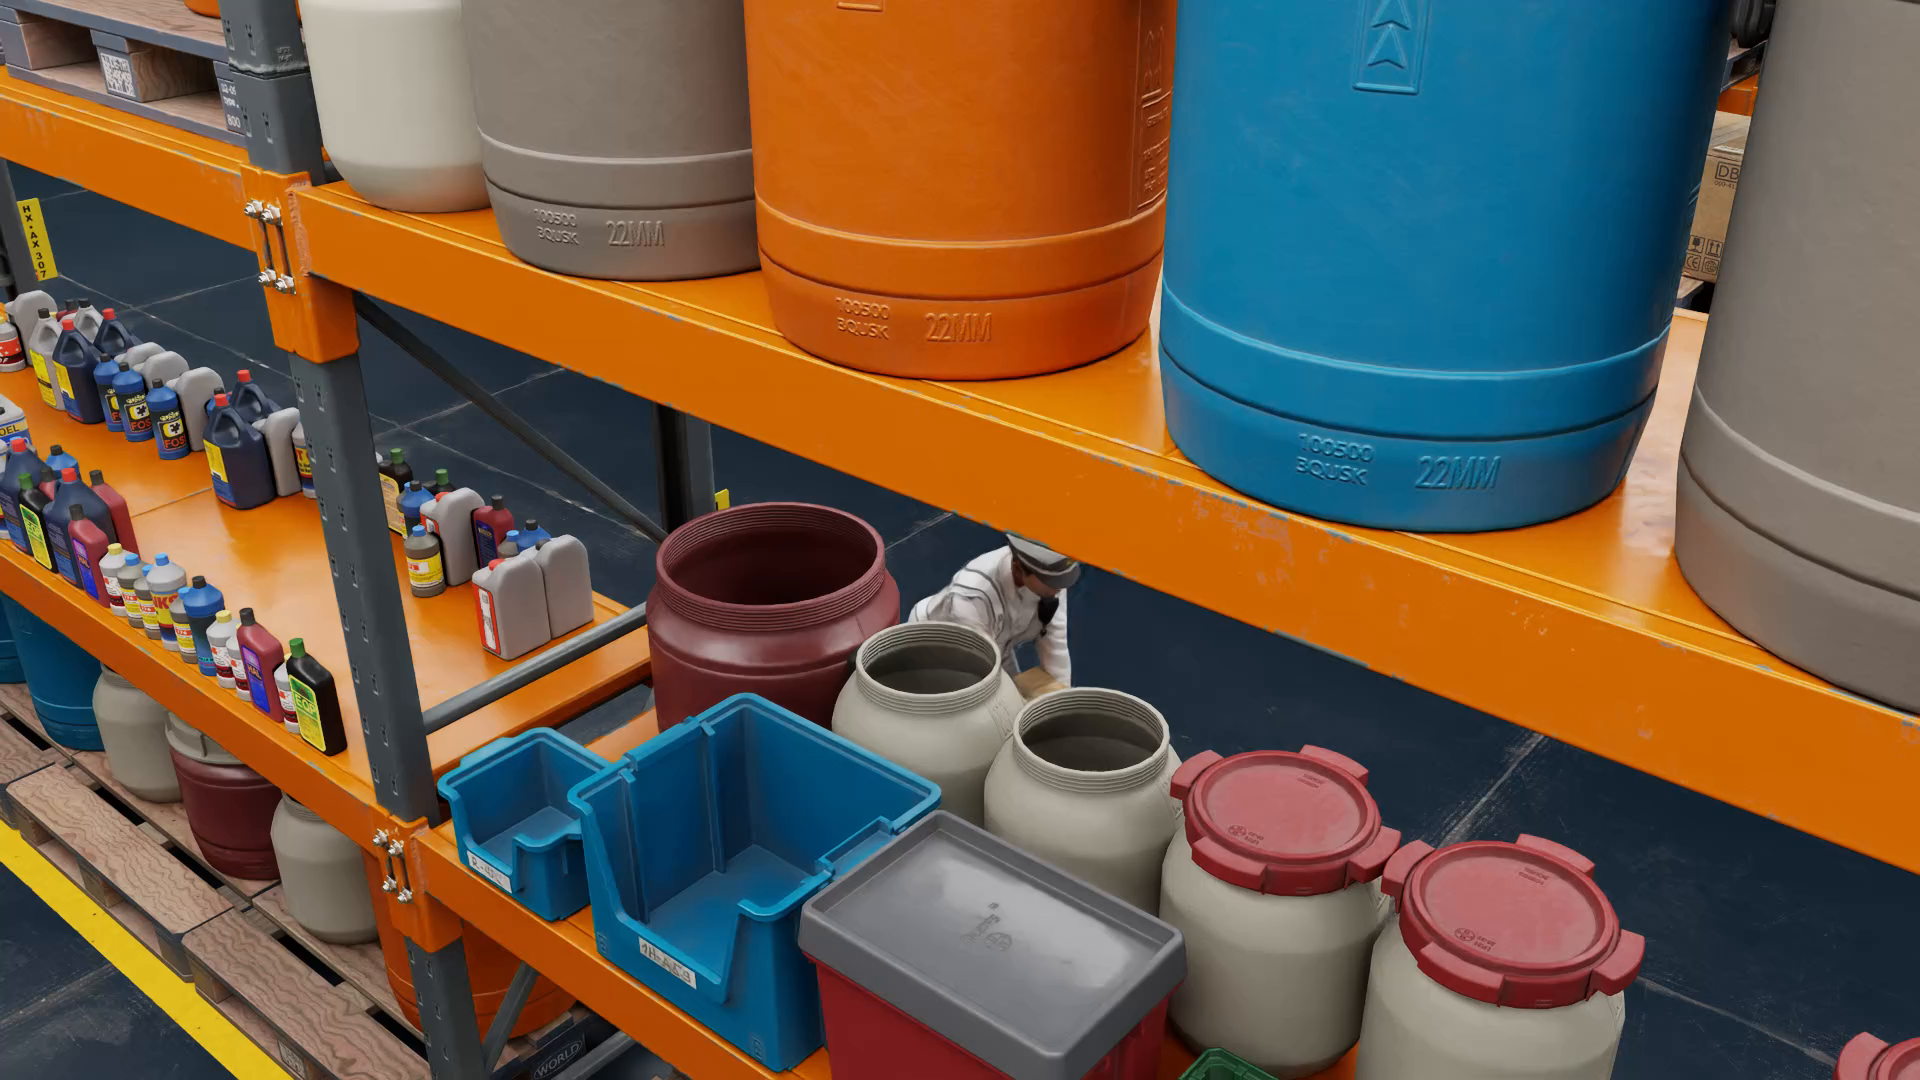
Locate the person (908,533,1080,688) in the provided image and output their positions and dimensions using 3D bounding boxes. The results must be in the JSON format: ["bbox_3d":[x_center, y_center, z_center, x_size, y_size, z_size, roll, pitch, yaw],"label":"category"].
[{"bbox_3d":[0.122,0.518,5.297,0.410,1.513,0.710,-18,32,-30],"label":"person"}]
